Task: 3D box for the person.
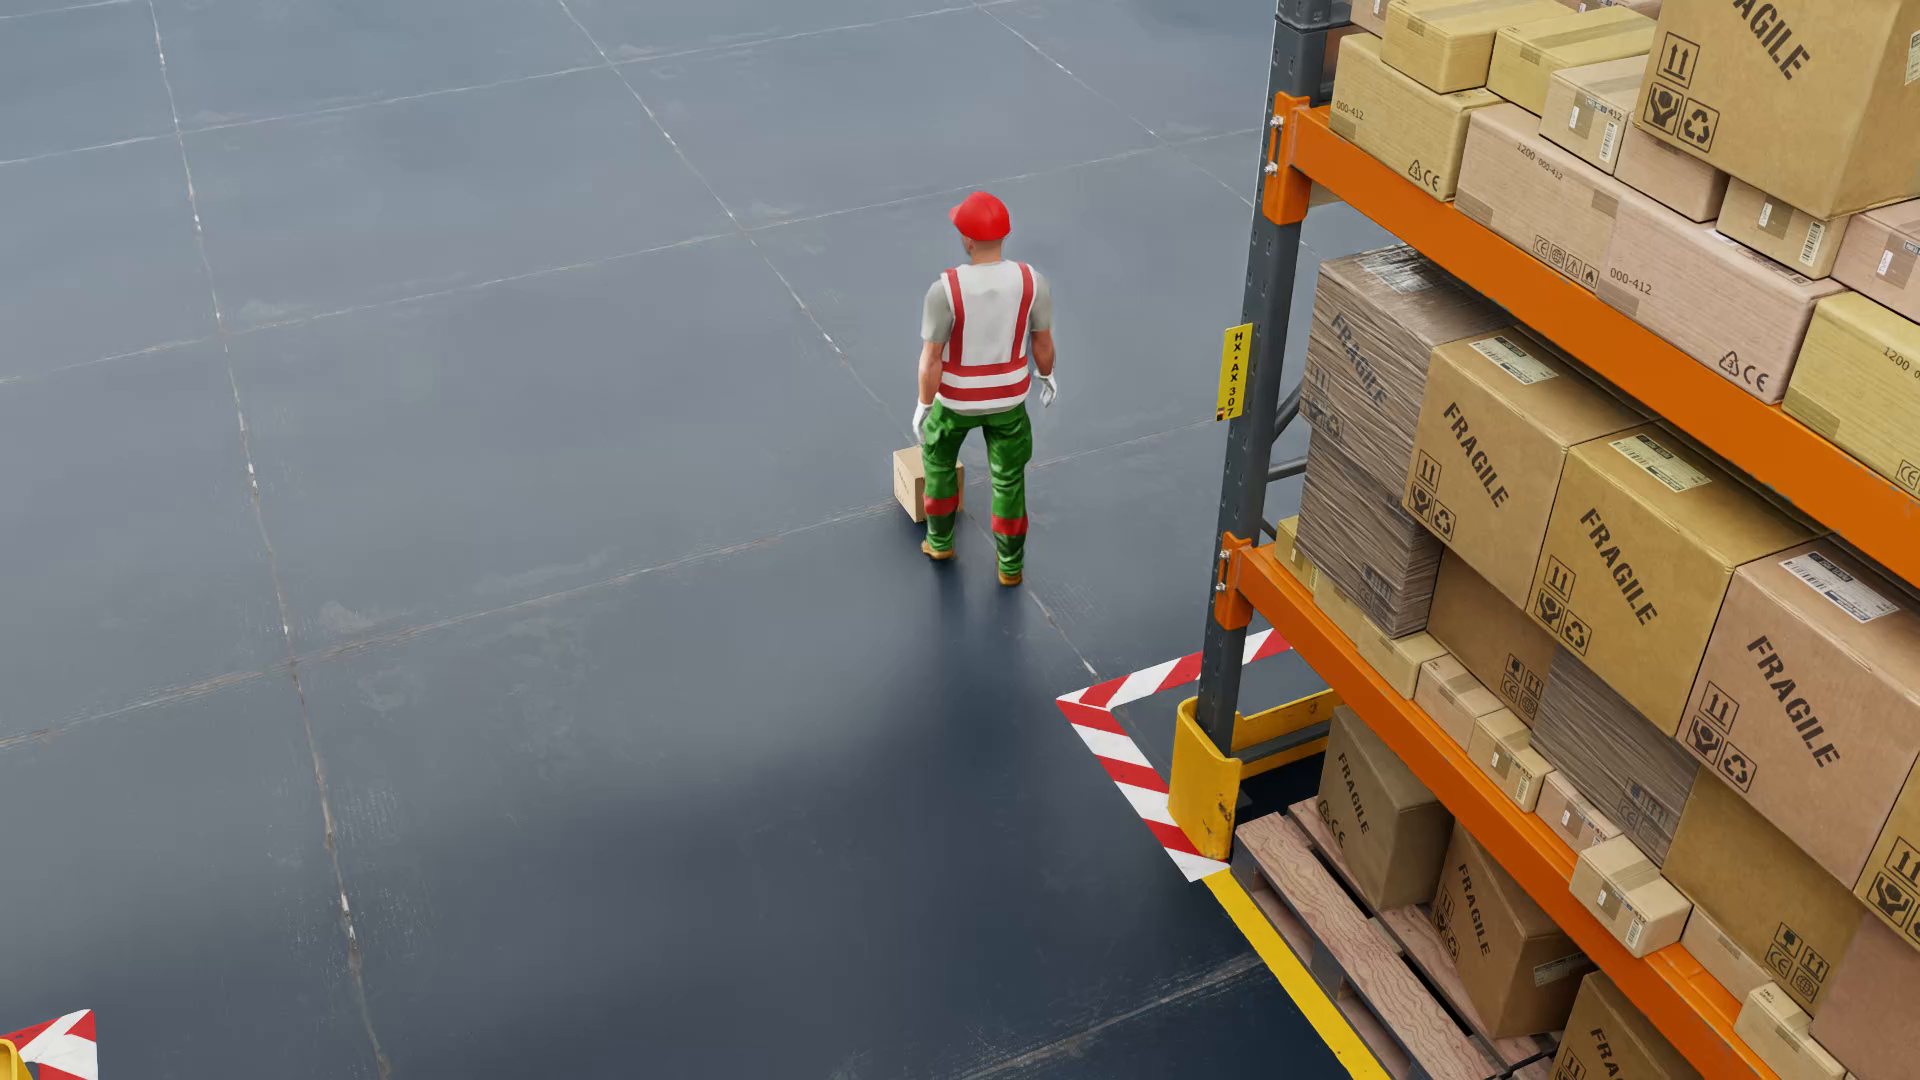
[{"bbox_3d":[0.101,-0.606,6.973,0.634,1.852,0.474,-4,37,-6],"label":"person"}]
